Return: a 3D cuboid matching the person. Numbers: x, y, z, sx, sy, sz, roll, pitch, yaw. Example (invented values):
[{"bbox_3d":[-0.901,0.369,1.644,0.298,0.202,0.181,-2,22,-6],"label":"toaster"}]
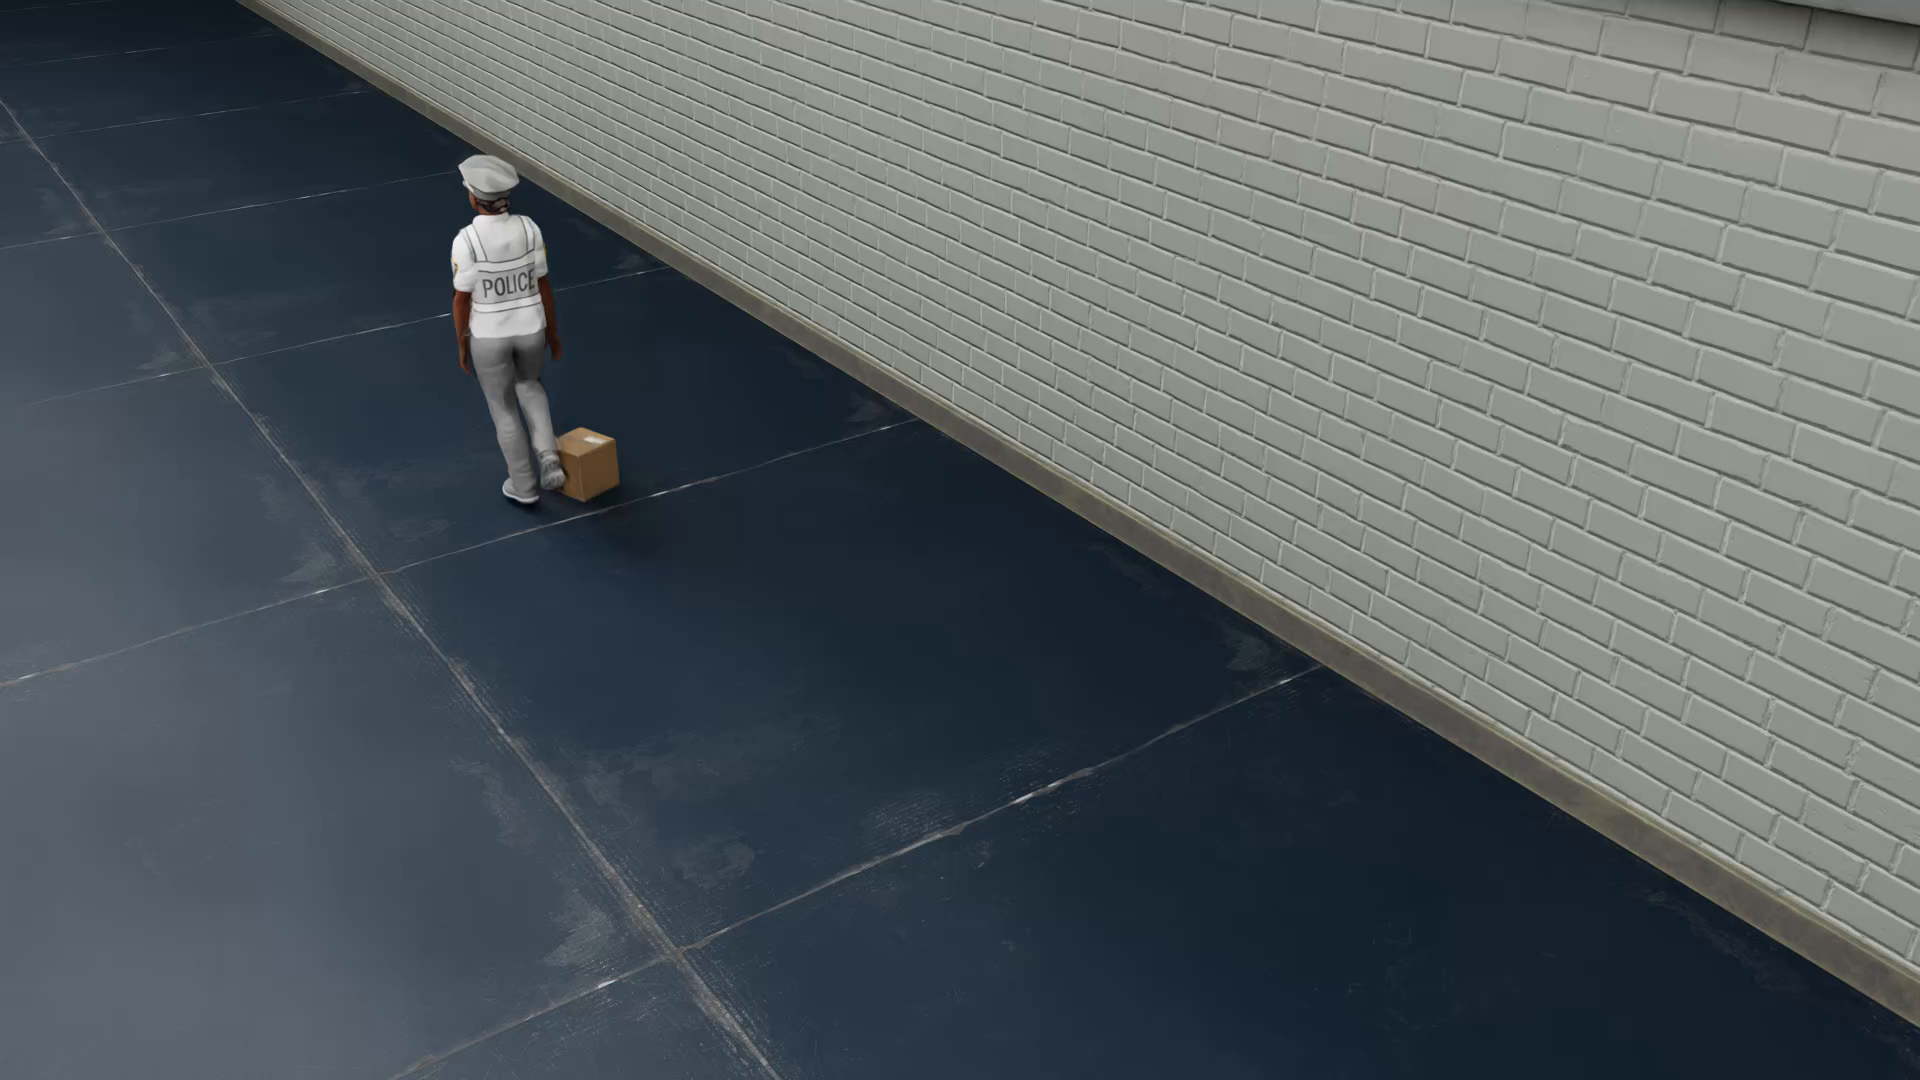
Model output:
[{"bbox_3d":[-2.145,-0.979,7.822,0.482,1.693,0.438,-21,35,-33],"label":"person"}]
